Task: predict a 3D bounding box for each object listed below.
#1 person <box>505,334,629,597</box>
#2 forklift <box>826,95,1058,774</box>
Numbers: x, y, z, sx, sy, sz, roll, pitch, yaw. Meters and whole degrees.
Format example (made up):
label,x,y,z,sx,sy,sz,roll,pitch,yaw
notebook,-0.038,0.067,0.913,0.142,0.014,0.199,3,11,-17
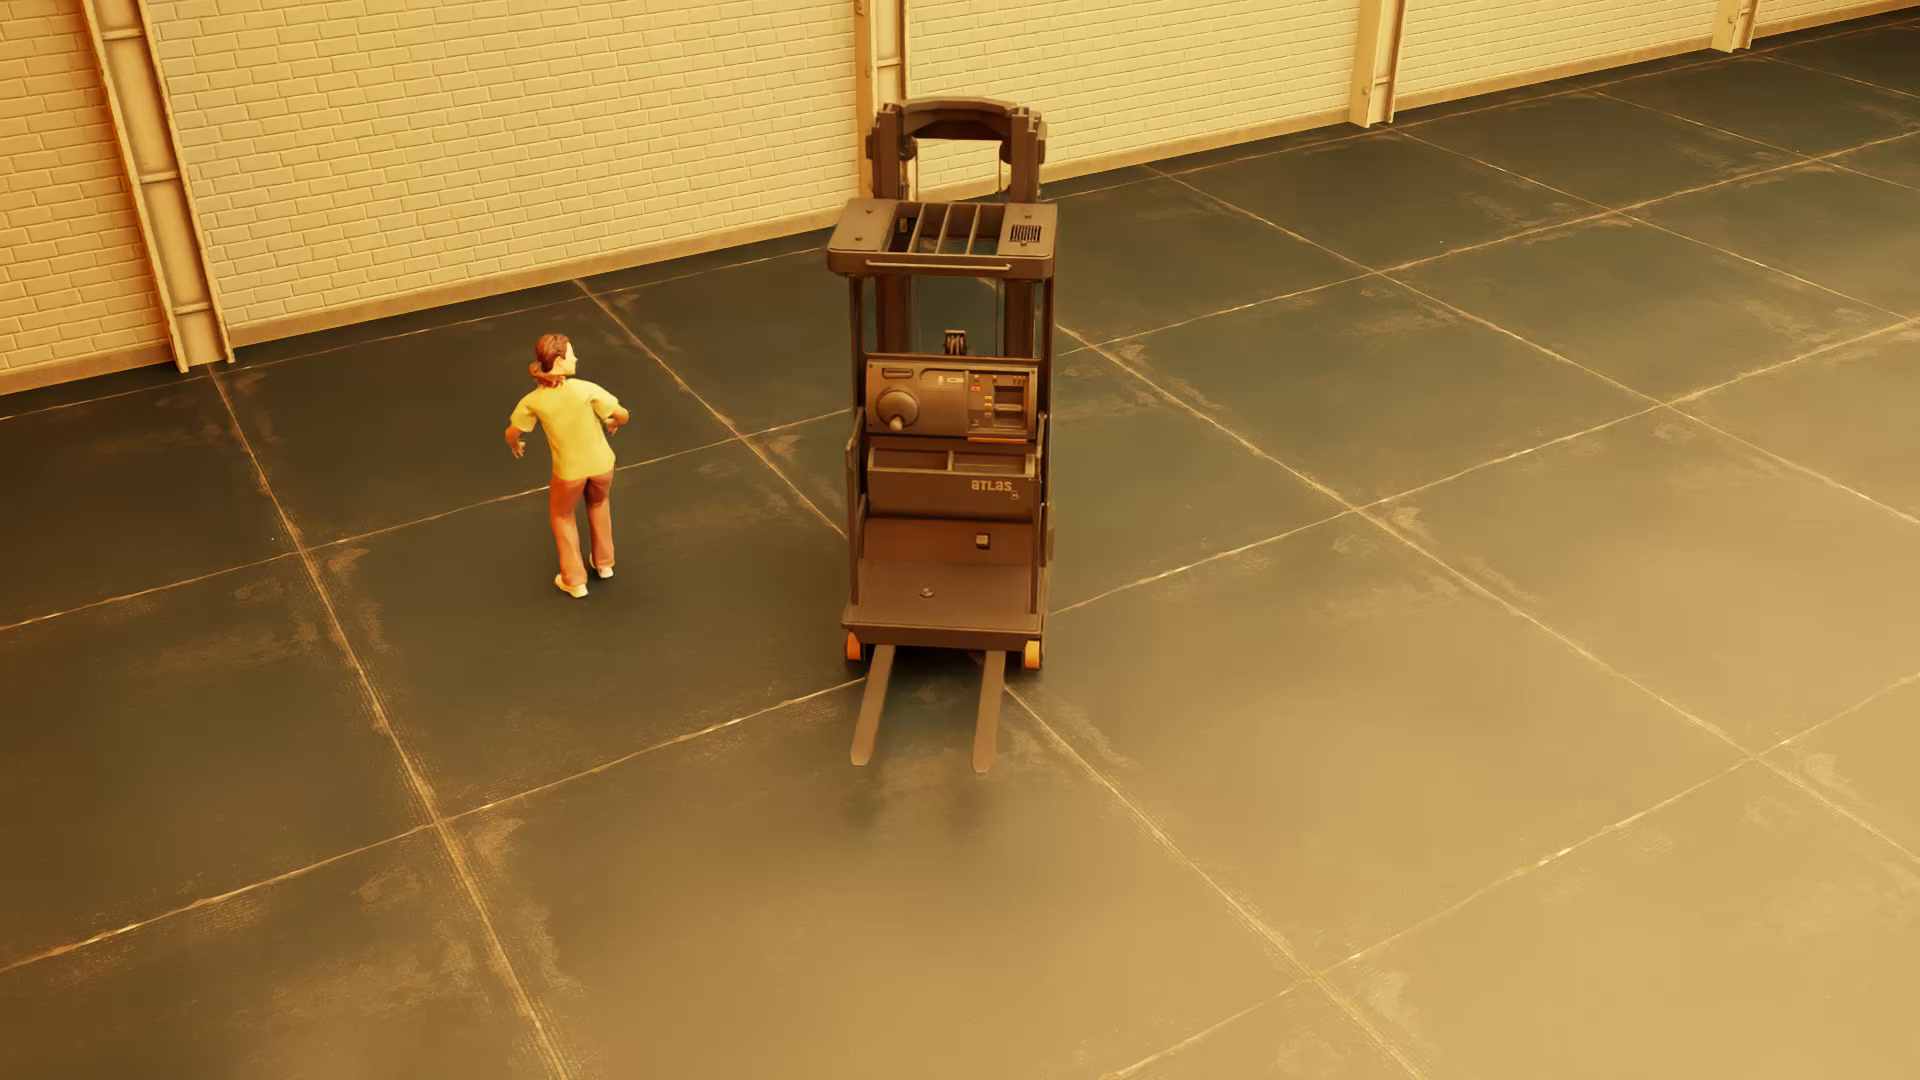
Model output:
label,x,y,z,sx,sy,sz,roll,pitch,yaw
person,-2.267,-0.446,9.708,0.692,1.618,0.488,-10,32,-16
forklift,-0.064,-0.714,8.840,1.130,2.935,3.031,3,31,4
